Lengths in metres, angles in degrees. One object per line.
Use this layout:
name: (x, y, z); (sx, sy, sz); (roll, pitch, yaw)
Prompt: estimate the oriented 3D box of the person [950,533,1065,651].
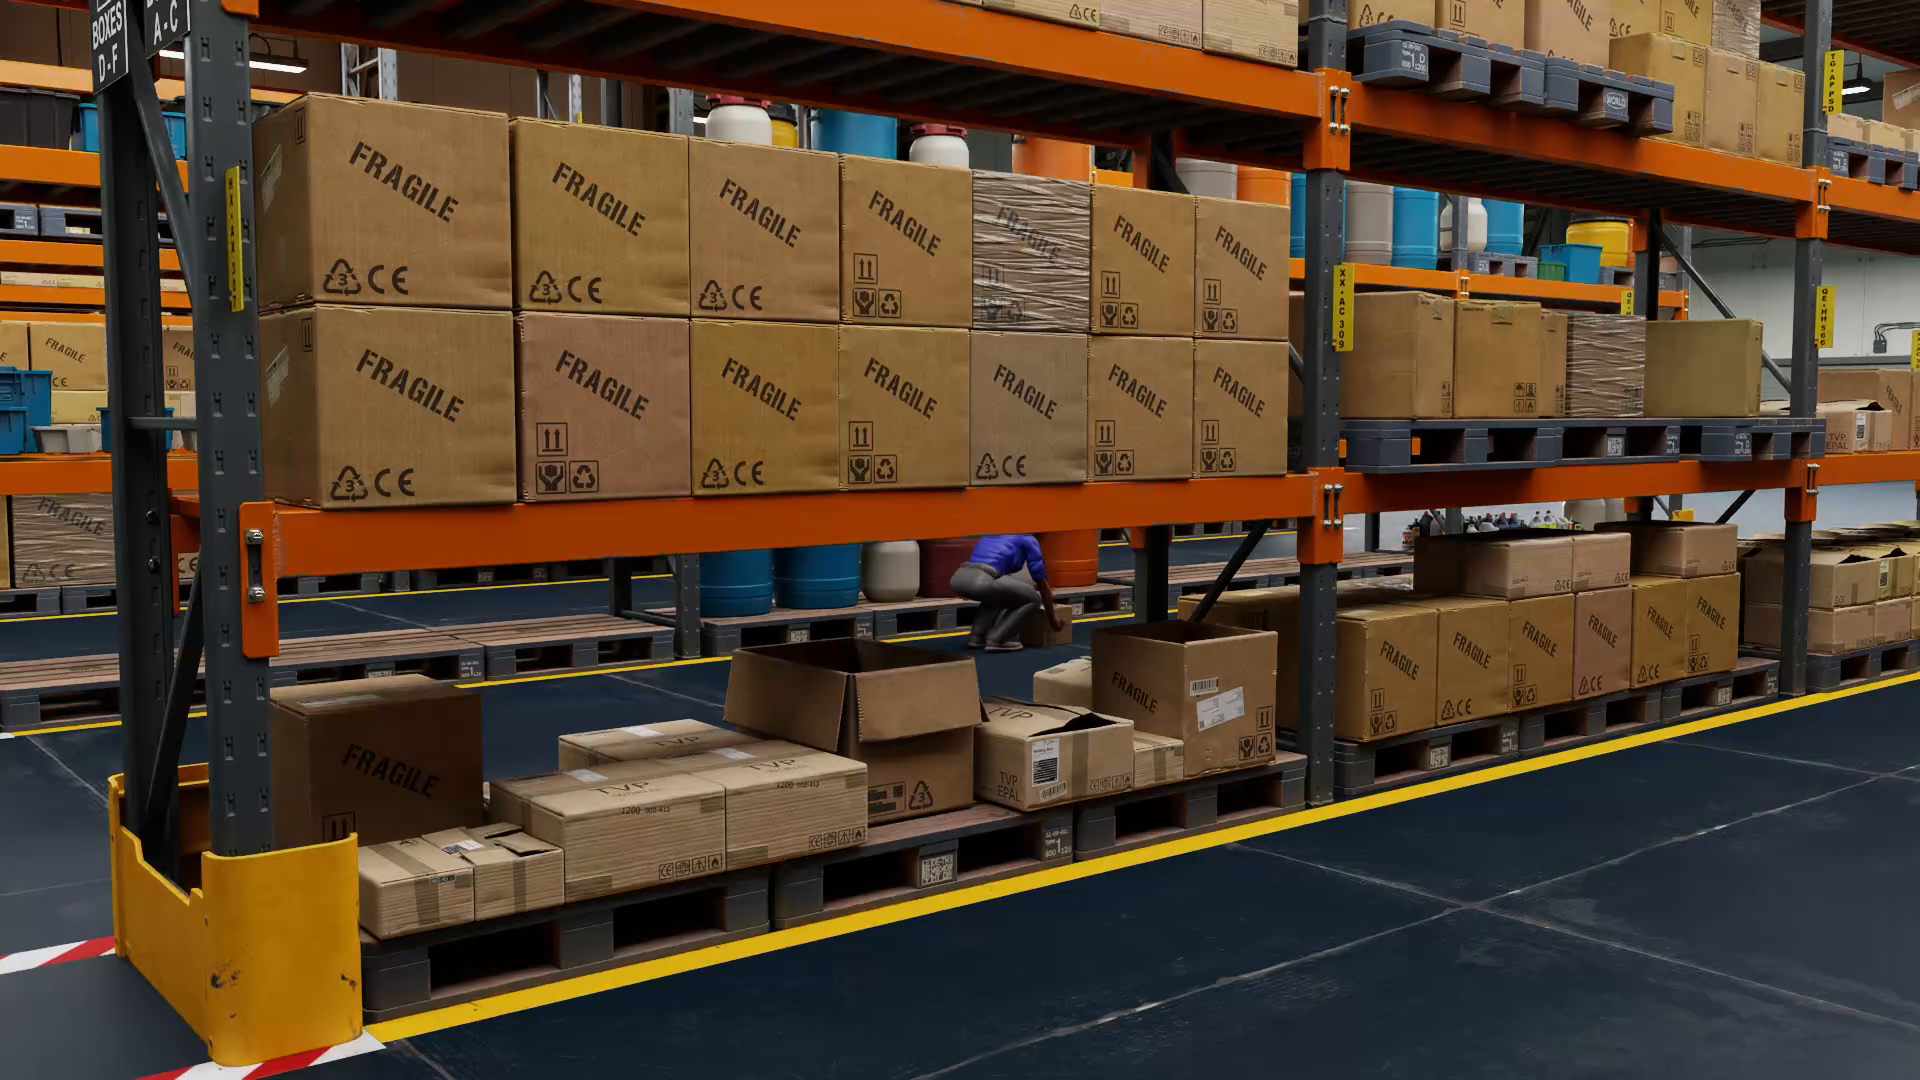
person: (0.297, 0.289, 10.876); (0.815, 0.846, 0.482); (-4, 6, -39)
